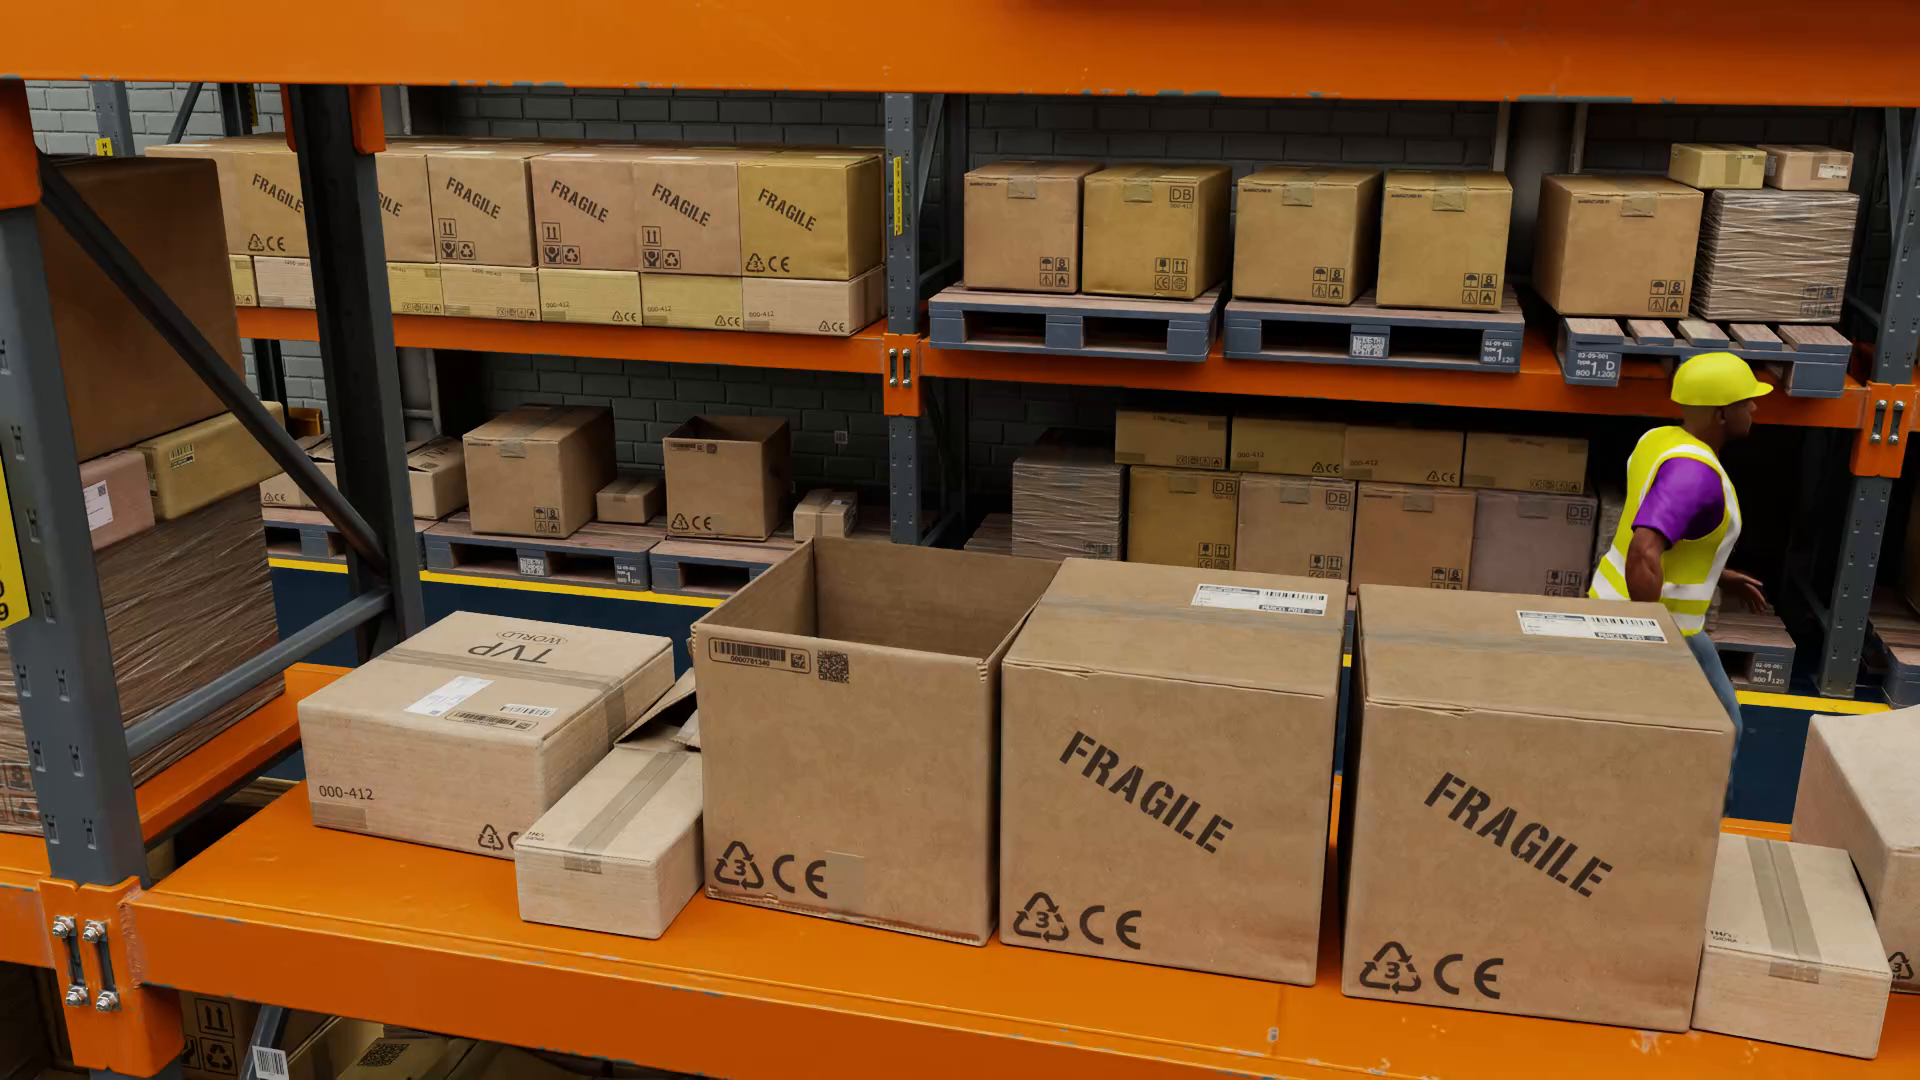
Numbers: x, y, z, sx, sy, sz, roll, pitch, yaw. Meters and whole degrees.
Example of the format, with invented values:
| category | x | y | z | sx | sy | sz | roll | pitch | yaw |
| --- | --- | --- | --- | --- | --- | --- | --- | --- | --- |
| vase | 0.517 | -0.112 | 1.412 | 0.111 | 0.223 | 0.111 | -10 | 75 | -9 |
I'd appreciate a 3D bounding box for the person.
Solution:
| category | x | y | z | sx | sy | sz | roll | pitch | yaw |
| --- | --- | --- | --- | --- | --- | --- | --- | --- | --- |
| person | 2.212 | 0.285 | 5.309 | 0.956 | 1.780 | 0.719 | 1 | 18 | 3 |
